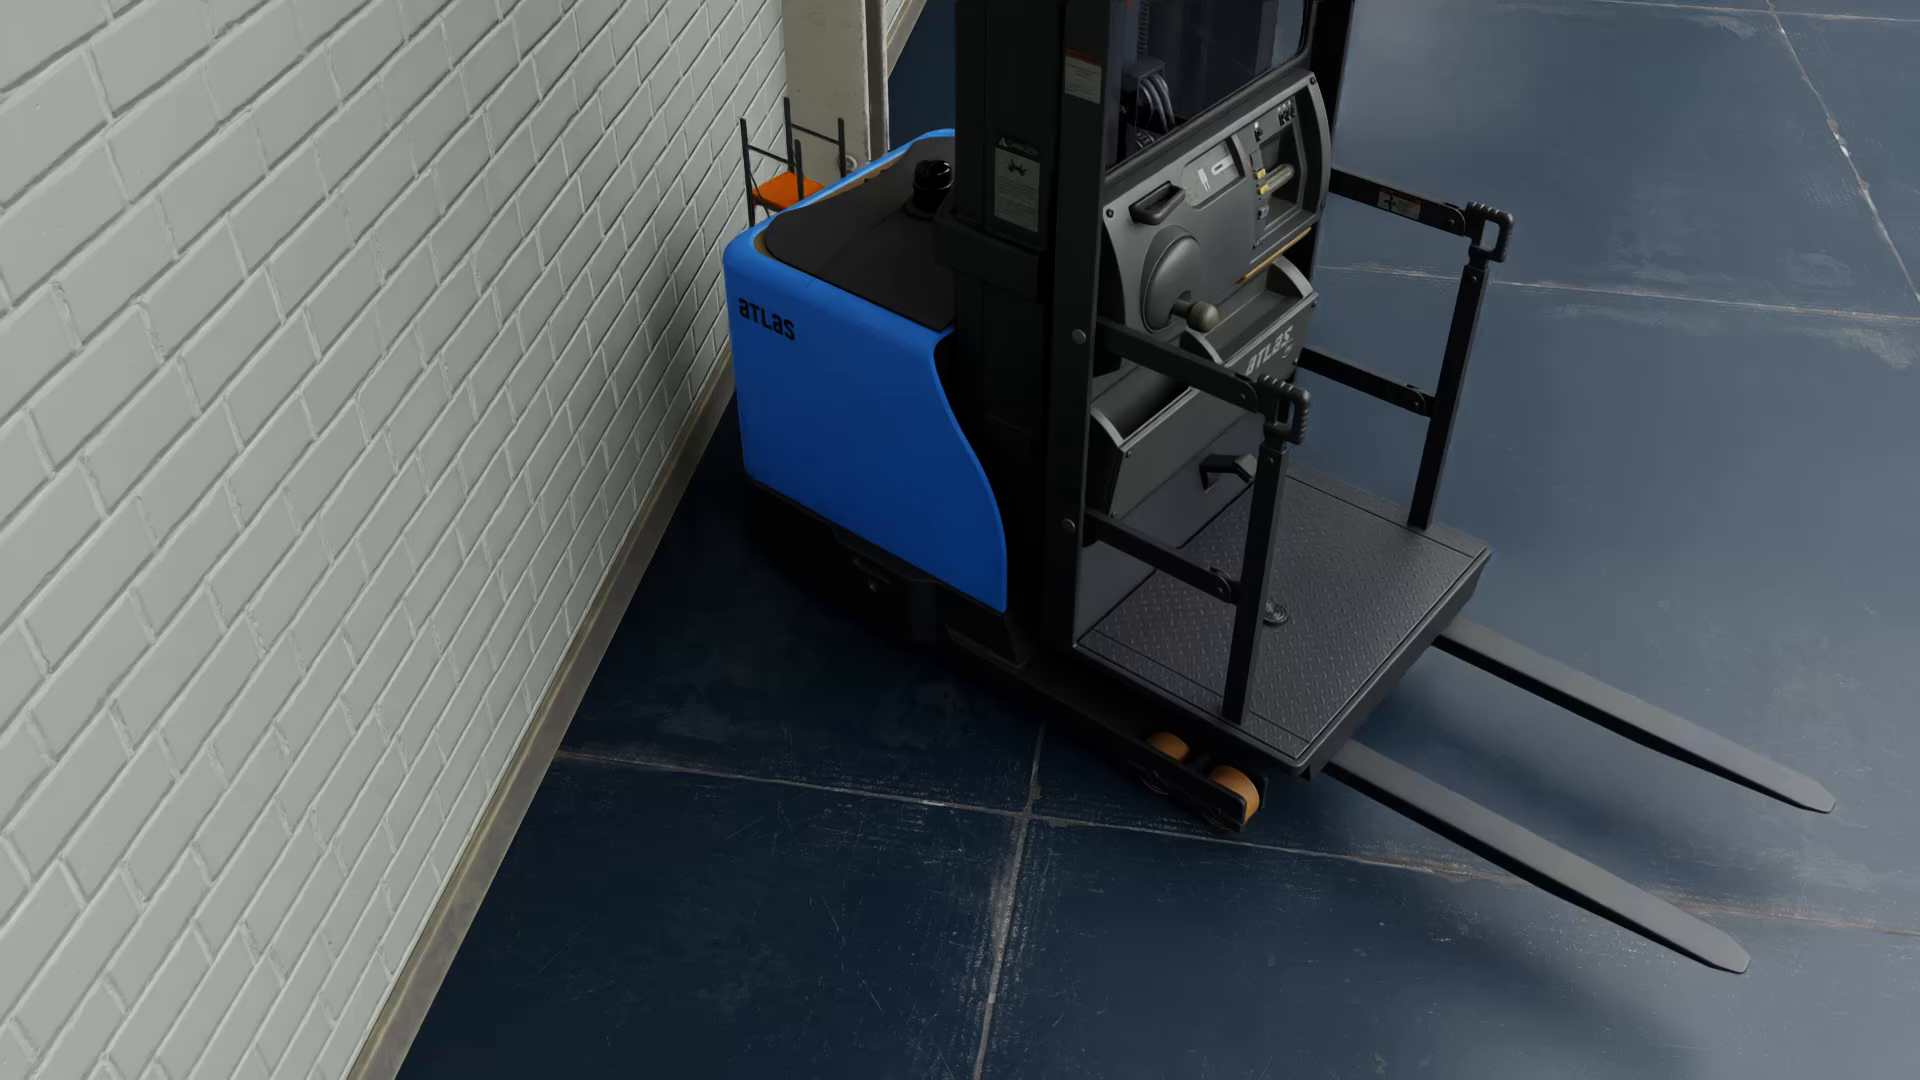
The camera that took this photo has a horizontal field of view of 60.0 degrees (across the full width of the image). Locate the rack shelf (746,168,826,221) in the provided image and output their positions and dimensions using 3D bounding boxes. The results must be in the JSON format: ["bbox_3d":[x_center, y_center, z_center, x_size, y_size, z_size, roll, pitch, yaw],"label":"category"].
[{"bbox_3d":[-0.491,-1.011,5.036,0.258,0.103,0.180,27,47,29],"label":"rack shelf"}]

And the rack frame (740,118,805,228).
[{"bbox_3d":[-0.548,-0.722,5.182,0.240,1.200,0.006,27,47,29],"label":"rack frame"}]

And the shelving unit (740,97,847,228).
[{"bbox_3d":[-0.491,-0.768,5.237,0.258,1.200,0.189,27,47,29],"label":"shelving unit"}]

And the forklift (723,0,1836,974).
[{"bbox_3d":[0.791,-0.760,3.869,3.031,2.935,1.130,27,47,29],"label":"forklift"}]

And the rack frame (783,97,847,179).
[{"bbox_3d":[-0.433,-0.813,5.291,0.240,1.200,0.006,27,47,29],"label":"rack frame"}]

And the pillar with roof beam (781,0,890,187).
[{"bbox_3d":[3.768,-4.282,3.367,9.100,9.000,0.400,6,40,8],"label":"pillar with roof beam"}]

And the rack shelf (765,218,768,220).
[{"bbox_3d":[-0.491,-0.918,5.112,0.258,0.103,0.180,27,47,29],"label":"rack shelf"}]
